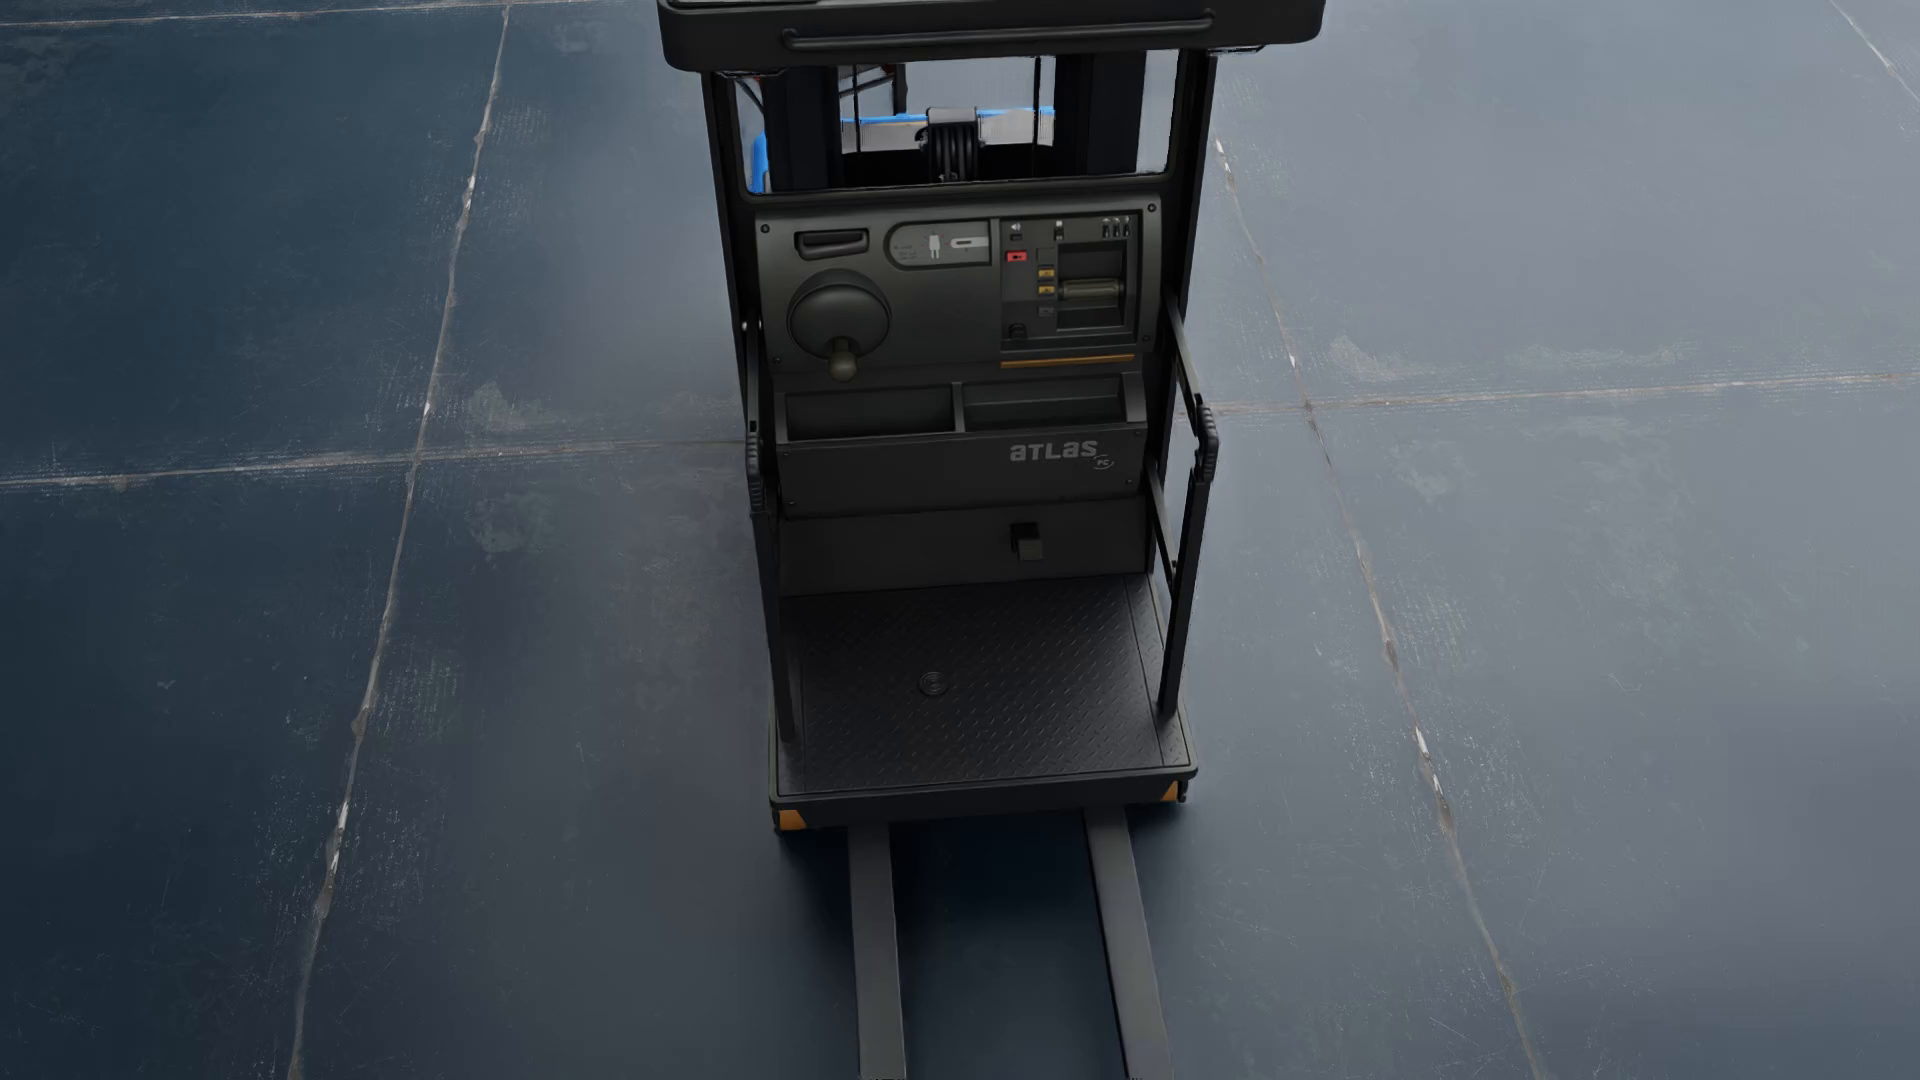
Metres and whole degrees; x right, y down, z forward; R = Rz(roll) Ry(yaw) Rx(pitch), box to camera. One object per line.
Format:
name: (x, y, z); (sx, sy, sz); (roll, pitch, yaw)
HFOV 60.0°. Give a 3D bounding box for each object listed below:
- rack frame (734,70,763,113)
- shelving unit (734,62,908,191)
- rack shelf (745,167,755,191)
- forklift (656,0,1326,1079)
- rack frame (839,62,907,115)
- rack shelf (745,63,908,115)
rack frame: (-0.606, -1.673, 5.388); (0.400, 2.100, 0.015); (-25, 51, -22)
shelving unit: (-0.474, -1.524, 5.247); (0.431, 2.100, 0.503); (-25, 51, -22)
rack shelf: (-0.474, -1.033, 5.765); (0.431, 0.518, 0.480); (-25, 51, -22)
forklift: (0.023, -0.487, 3.693); (1.130, 2.935, 3.031); (-4, 47, -4)
rack frame: (-0.341, -1.375, 5.106); (0.400, 2.100, 0.015); (-25, 51, -22)
rack shelf: (-0.474, -1.515, 5.257); (0.431, 0.518, 0.480); (-25, 51, -22)
